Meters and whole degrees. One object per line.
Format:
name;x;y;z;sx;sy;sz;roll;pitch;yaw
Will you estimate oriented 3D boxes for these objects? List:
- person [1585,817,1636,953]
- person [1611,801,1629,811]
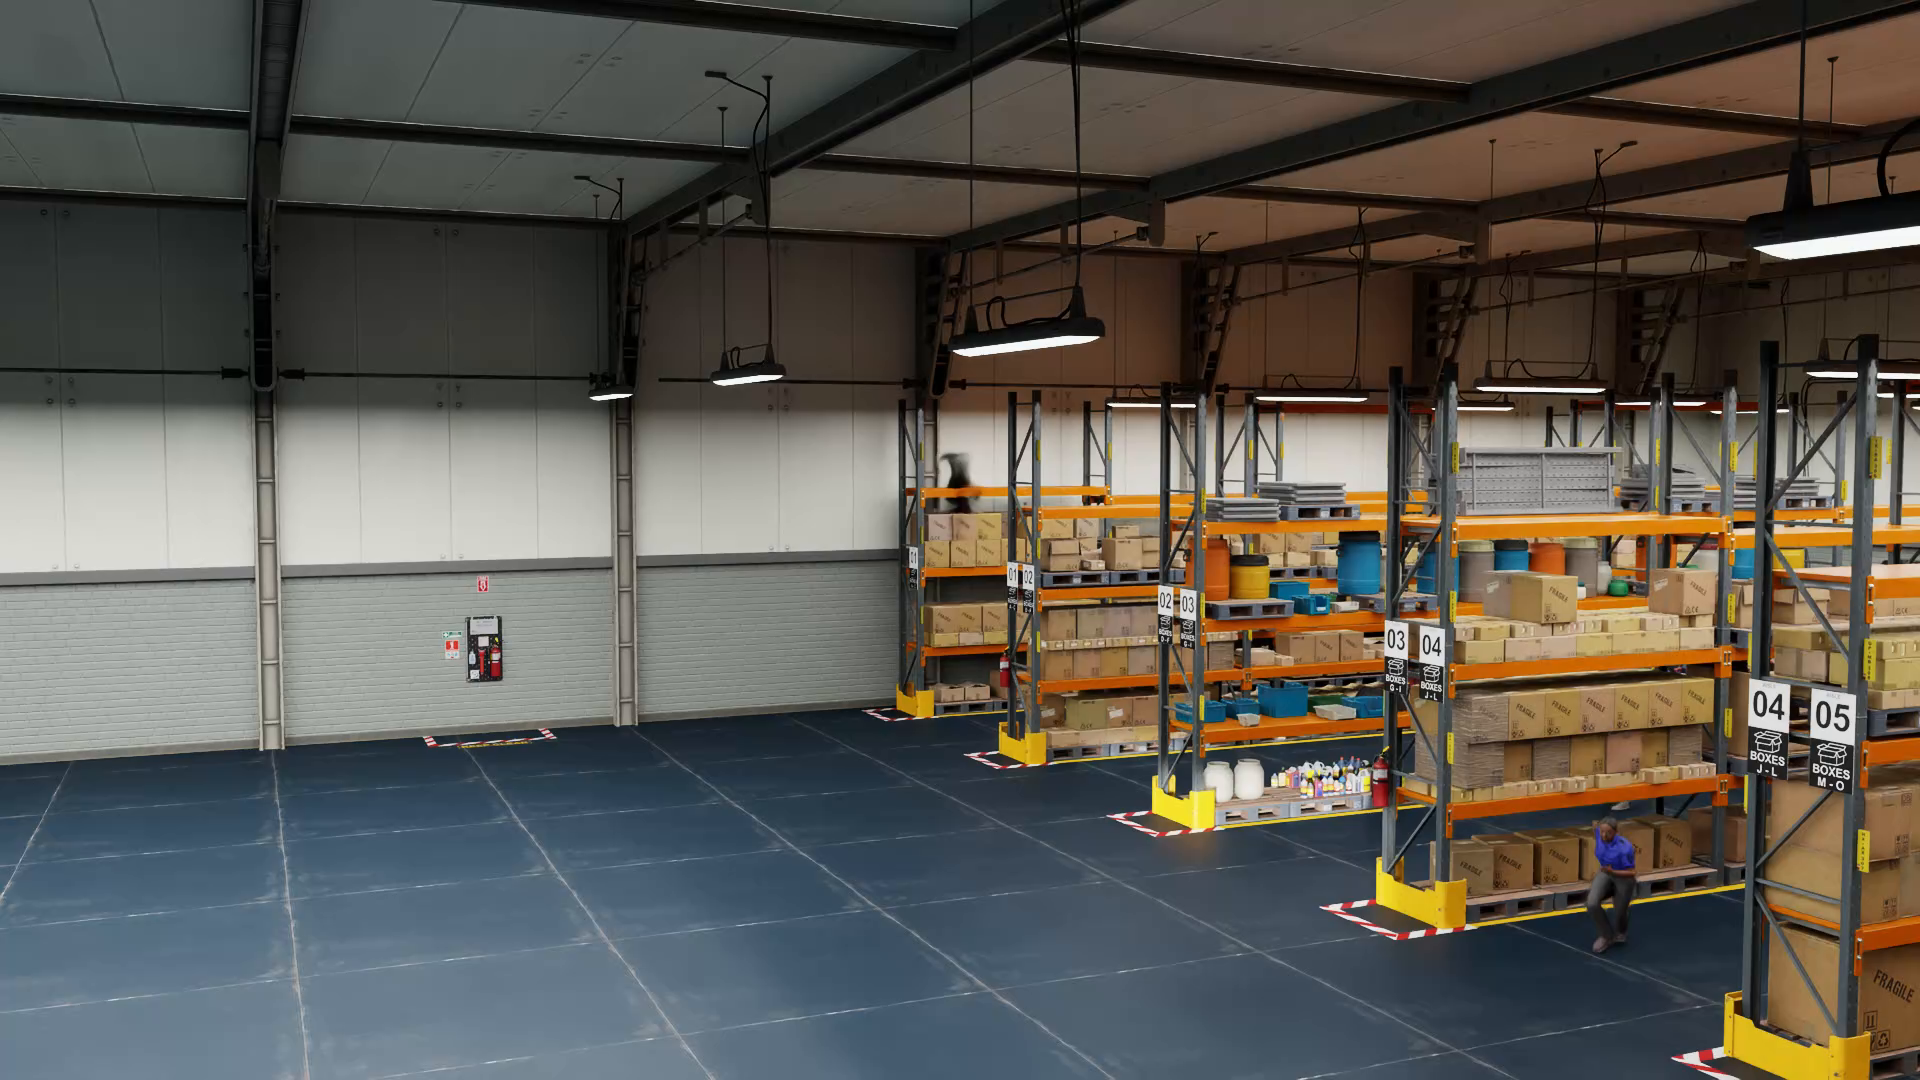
person;6.611;3.452;16.749;0.540;1.415;1.073;3;4;41
person;9.252;2.989;23.343;0.583;1.617;0.639;-1;3;-15
